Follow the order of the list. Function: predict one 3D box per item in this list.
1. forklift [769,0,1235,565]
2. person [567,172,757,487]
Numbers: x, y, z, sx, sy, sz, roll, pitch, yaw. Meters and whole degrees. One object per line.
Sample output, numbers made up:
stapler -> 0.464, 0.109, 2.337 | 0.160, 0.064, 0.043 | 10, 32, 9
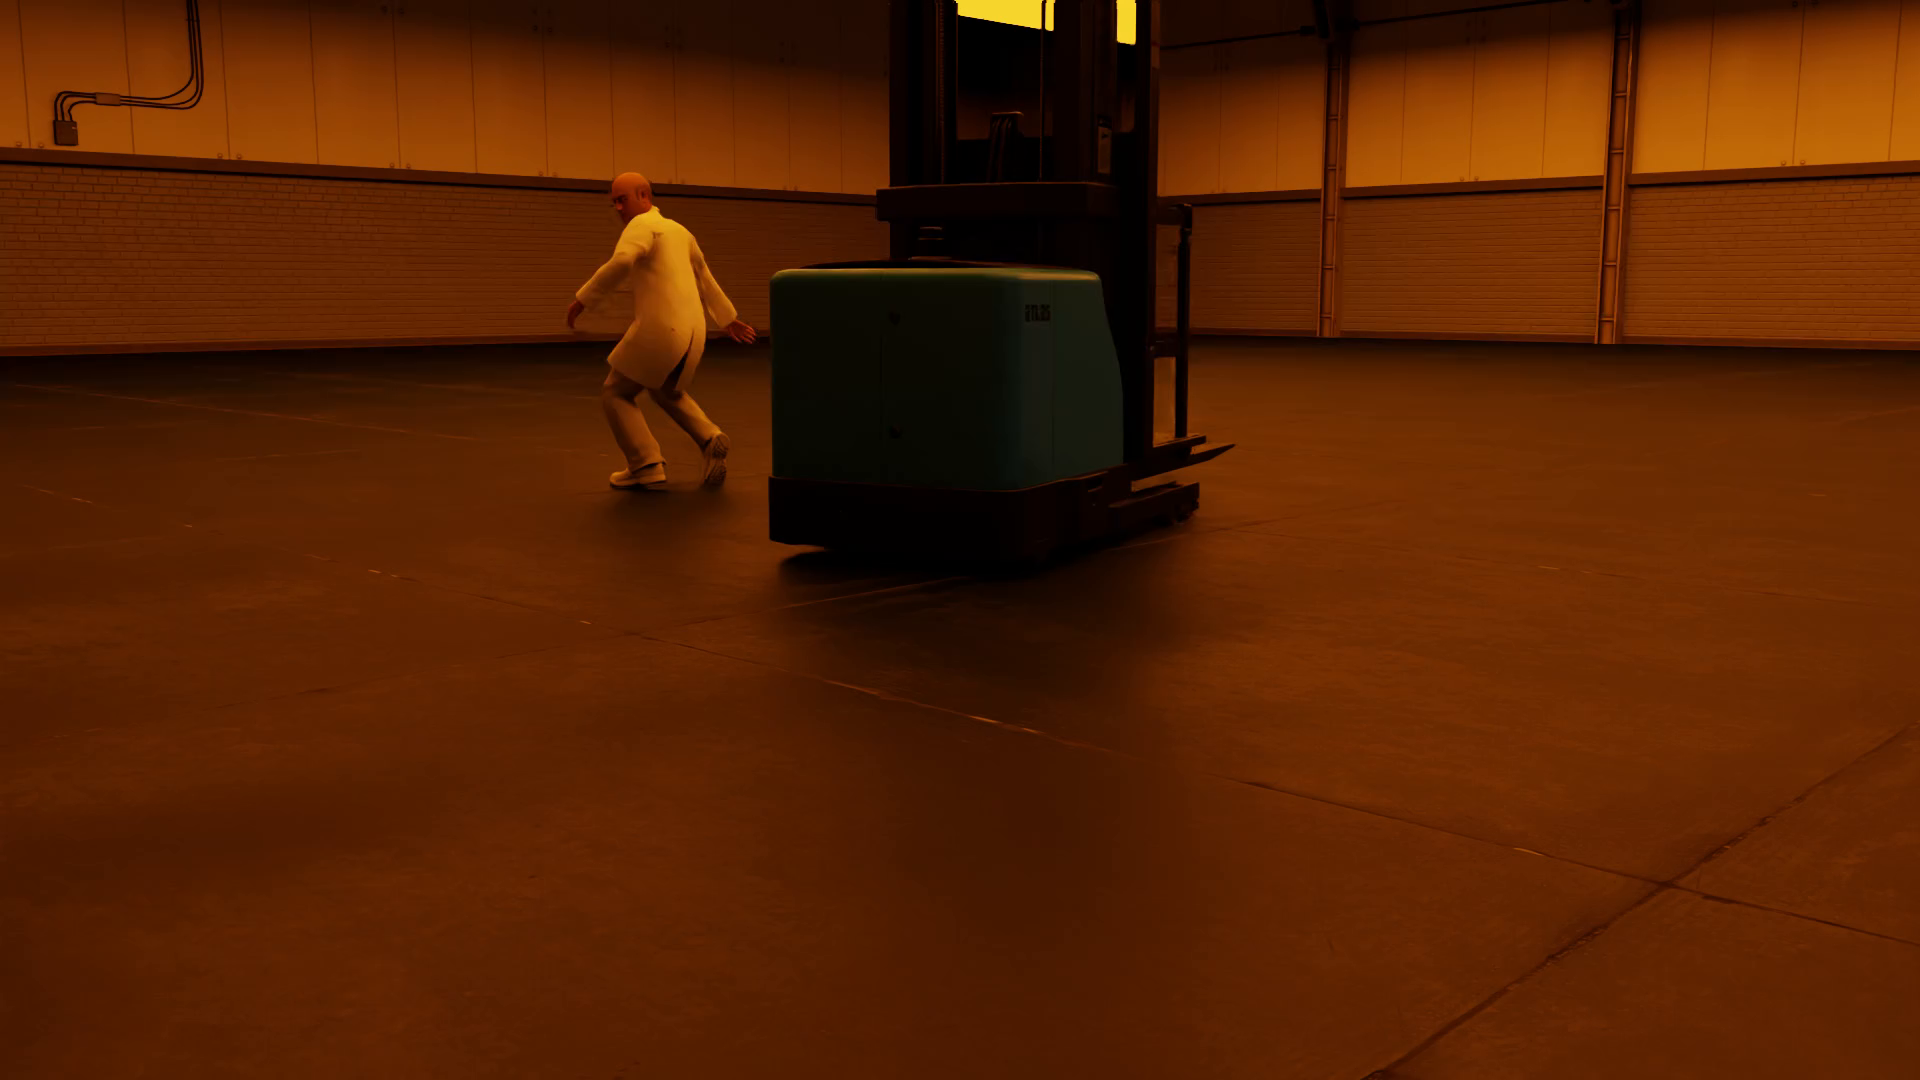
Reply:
forklift -> 0.407, -1.541, 7.105 | 1.130, 2.935, 3.031 | 4, 10, 27
person -> -1.530, -1.053, 8.620 | 0.513, 1.670, 1.057 | 5, 10, 28
